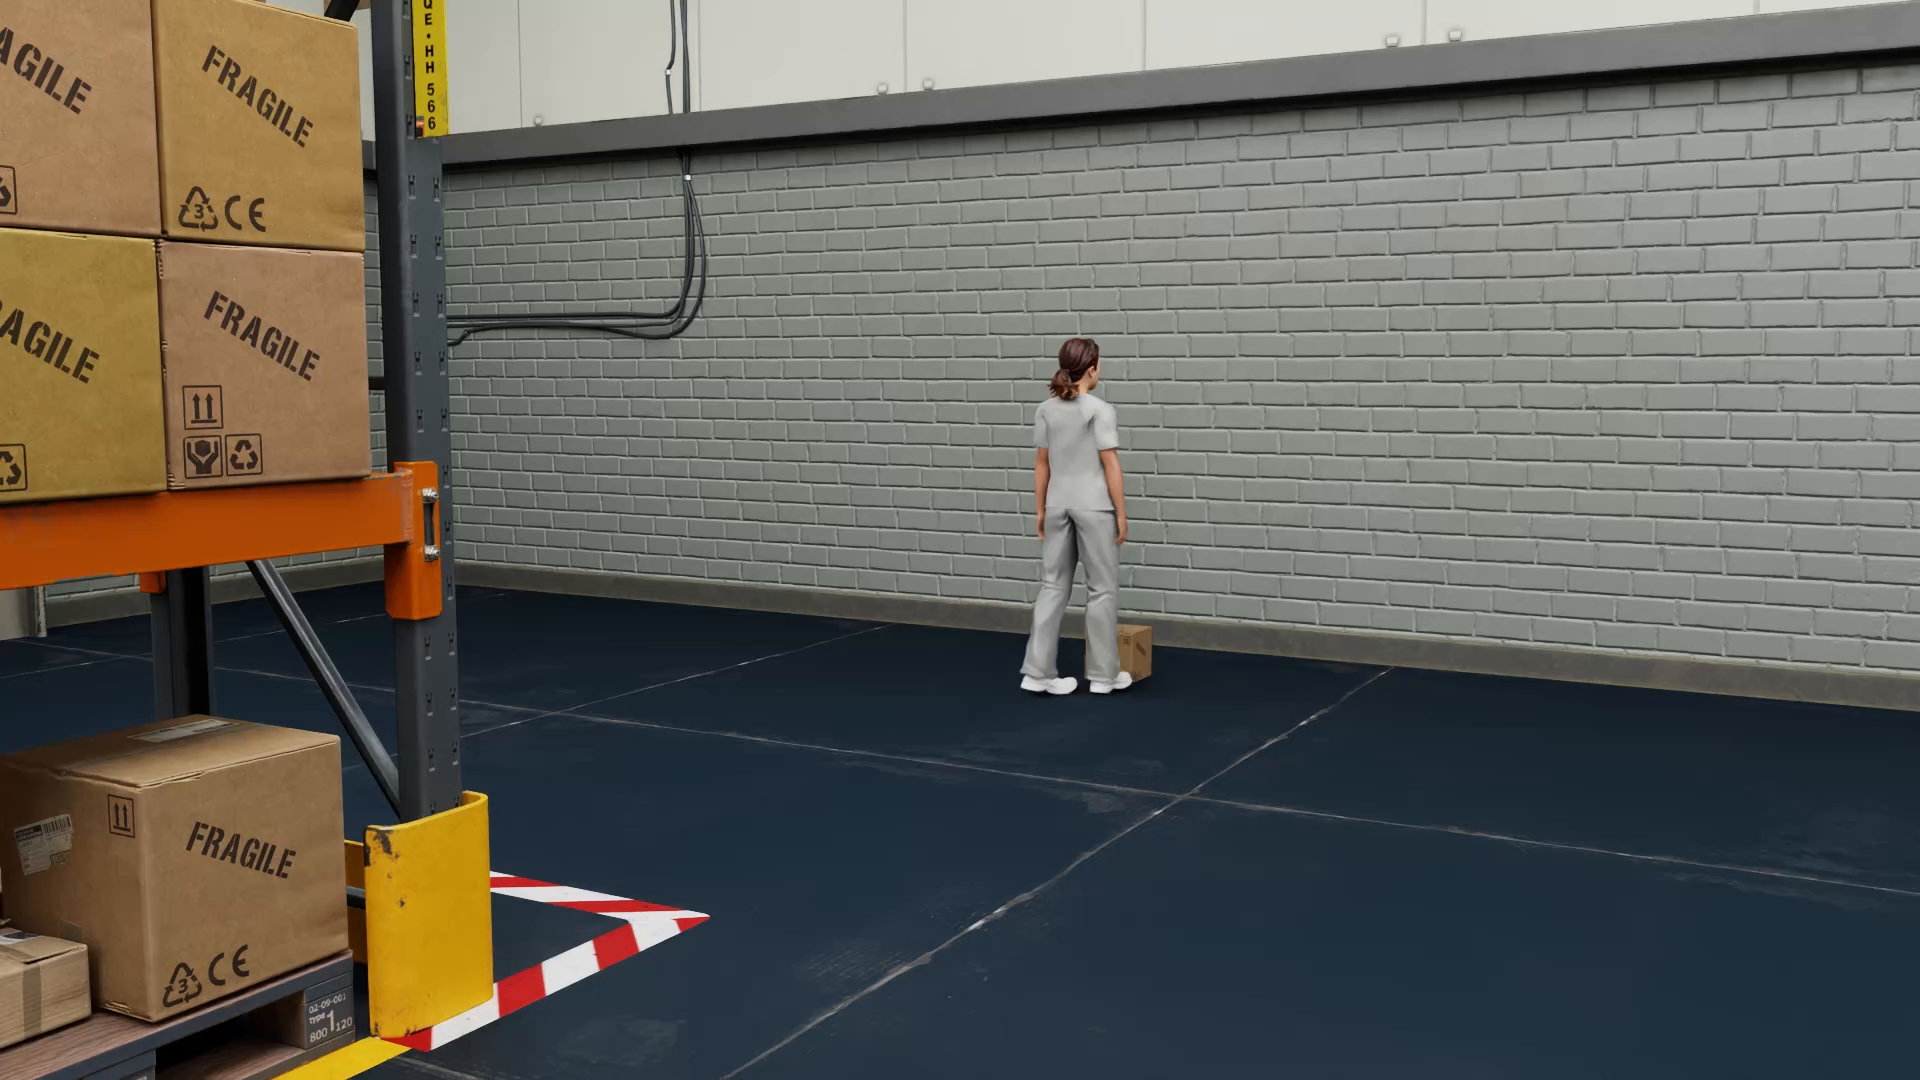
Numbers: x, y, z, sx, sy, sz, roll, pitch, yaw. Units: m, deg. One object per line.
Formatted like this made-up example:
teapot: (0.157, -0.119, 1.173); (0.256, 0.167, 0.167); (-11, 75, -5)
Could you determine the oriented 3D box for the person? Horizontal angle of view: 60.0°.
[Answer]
person: (0.583, -0.106, 7.819); (0.451, 1.677, 0.565); (5, 8, 37)
